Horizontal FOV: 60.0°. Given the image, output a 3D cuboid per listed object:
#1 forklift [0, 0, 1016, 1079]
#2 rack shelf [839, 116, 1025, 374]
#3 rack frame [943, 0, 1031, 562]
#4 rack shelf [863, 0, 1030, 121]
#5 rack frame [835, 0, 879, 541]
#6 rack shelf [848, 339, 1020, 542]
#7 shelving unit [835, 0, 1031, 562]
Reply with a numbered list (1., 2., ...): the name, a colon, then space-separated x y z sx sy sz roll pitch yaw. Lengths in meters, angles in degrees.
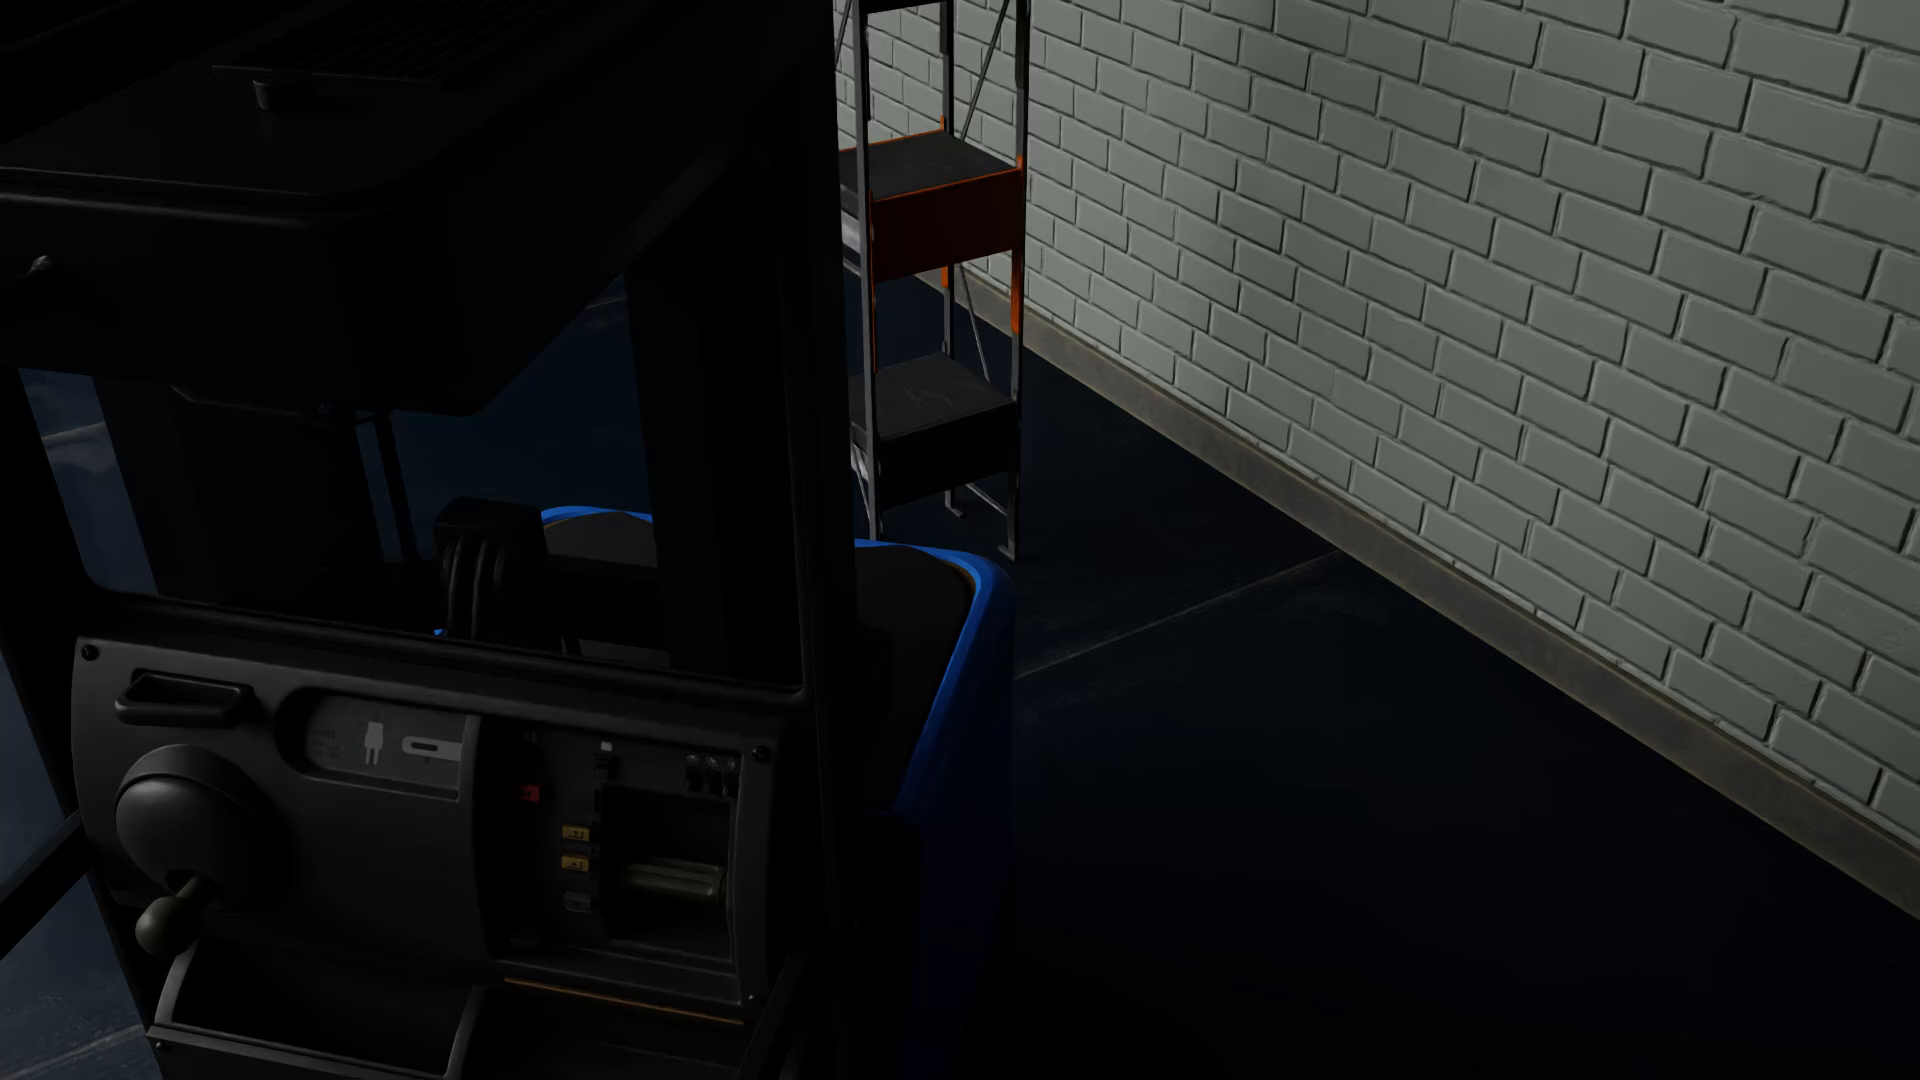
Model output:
1. forklift: -0.711 0.406 1.859 1.130 2.935 3.031 7 33 11
2. rack shelf: -0.139 -0.829 4.621 0.480 0.518 0.431 -19 37 -27
3. rack frame: 0.066 -0.911 4.726 0.015 2.100 0.400 -19 37 -27
4. rack shelf: -0.139 -1.421 4.248 0.480 0.518 0.431 -19 37 -27
5. rack frame: -0.344 -0.770 4.502 0.015 2.100 0.400 -19 37 -27
6. rack shelf: -0.139 -0.237 4.995 0.480 0.518 0.431 -19 37 -27
7. shelving unit: -0.139 -0.840 4.614 0.503 2.100 0.431 -19 37 -27
